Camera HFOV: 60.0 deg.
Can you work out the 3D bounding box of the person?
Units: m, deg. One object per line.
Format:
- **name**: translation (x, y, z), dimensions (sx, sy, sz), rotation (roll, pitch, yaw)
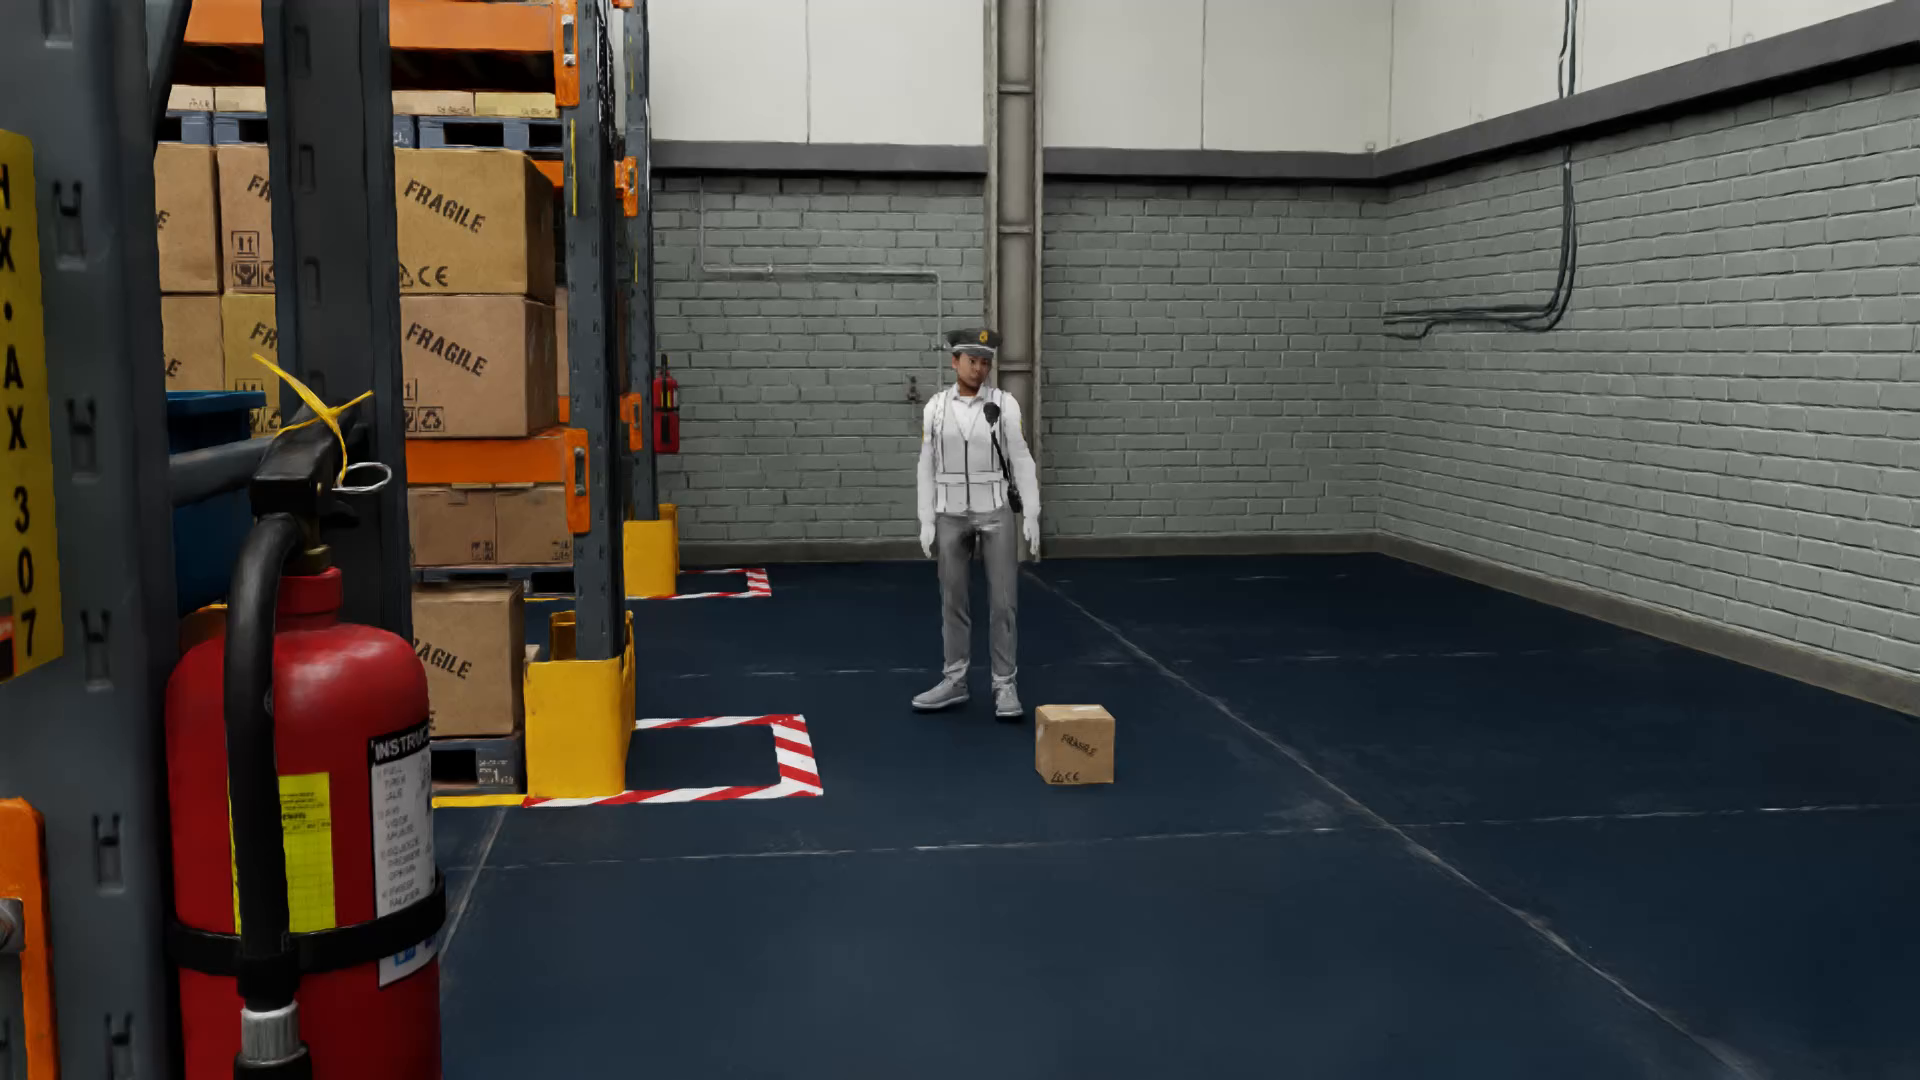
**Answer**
- **person**: translation (0.070, -0.084, 7.281), dimensions (0.577, 1.683, 0.355), rotation (1, 7, 13)
